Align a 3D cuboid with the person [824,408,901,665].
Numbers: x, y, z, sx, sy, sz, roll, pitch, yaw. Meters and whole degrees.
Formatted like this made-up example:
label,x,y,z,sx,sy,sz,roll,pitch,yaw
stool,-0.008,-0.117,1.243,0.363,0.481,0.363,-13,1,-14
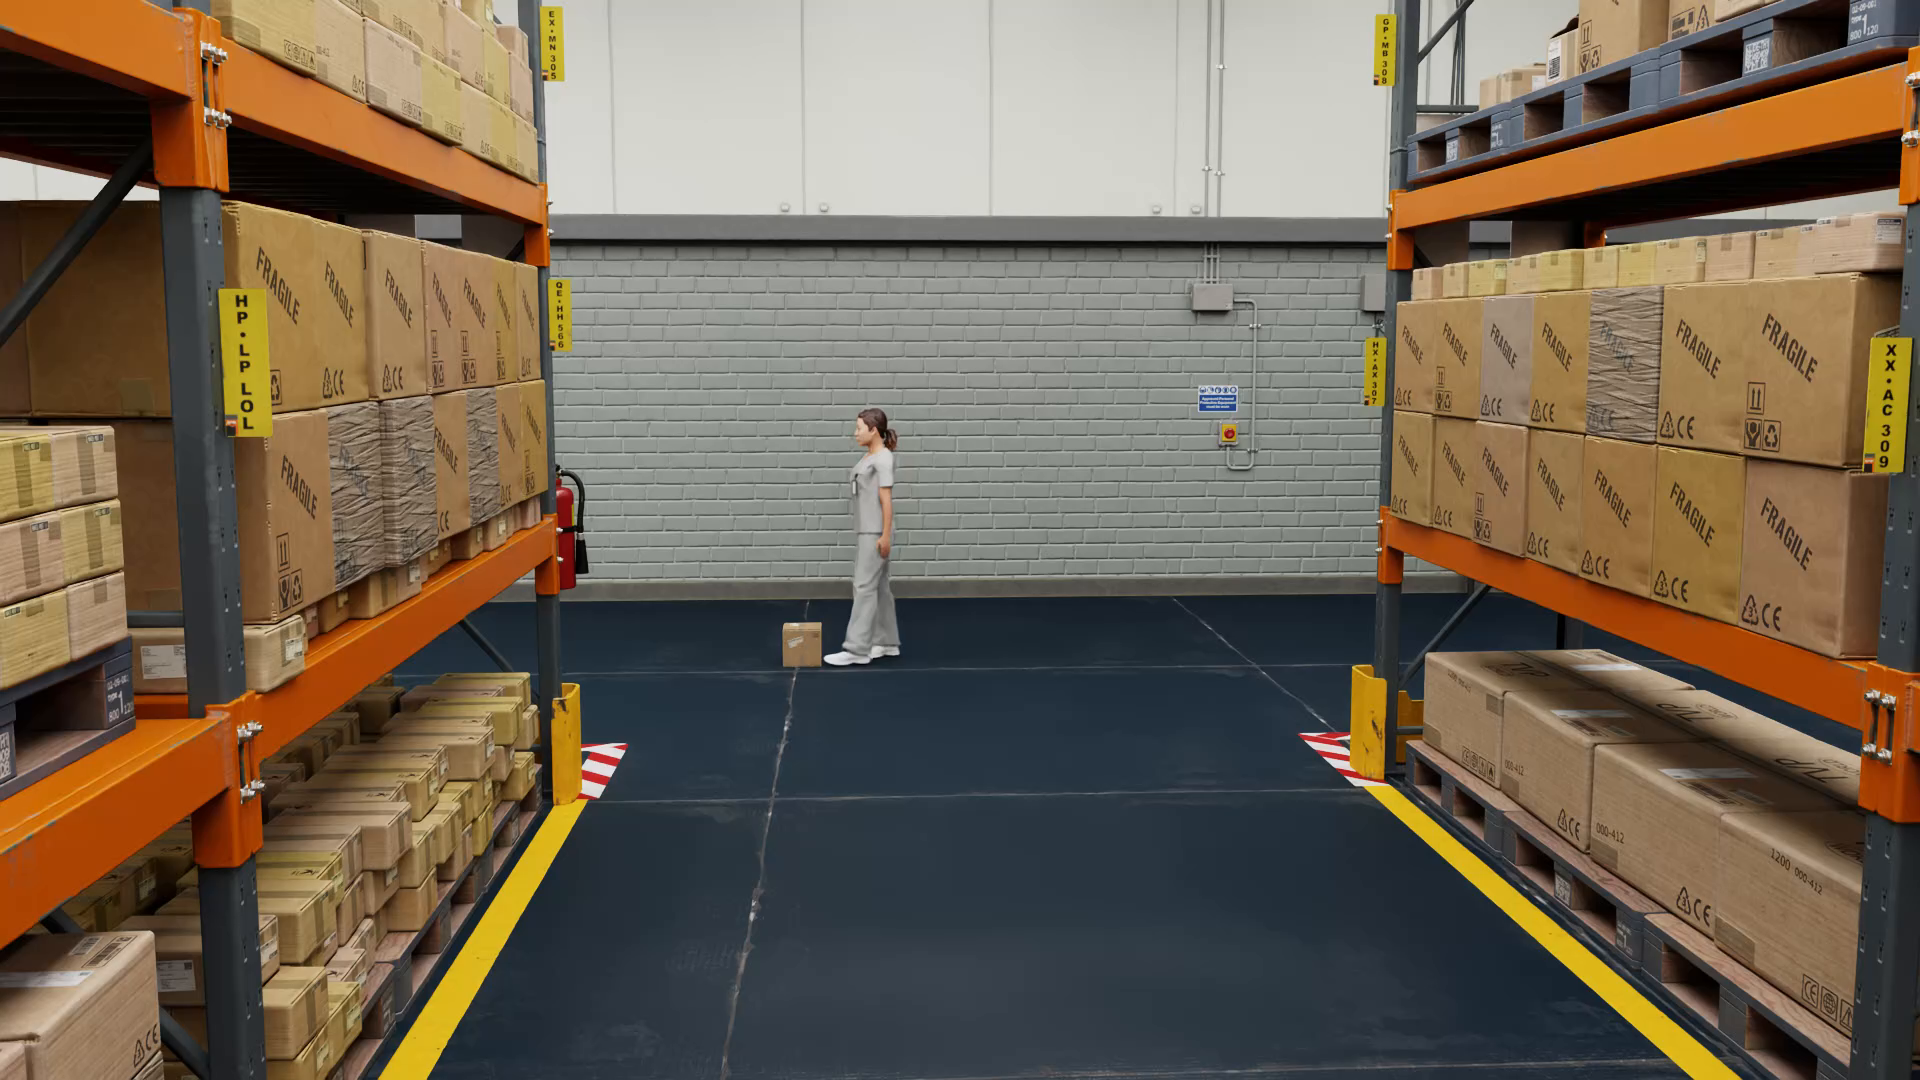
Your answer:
label,x,y,z,sx,sy,sz,roll,pitch,yaw
person,-0.649,-0.033,10.975,0.568,1.669,0.459,-2,7,-16
